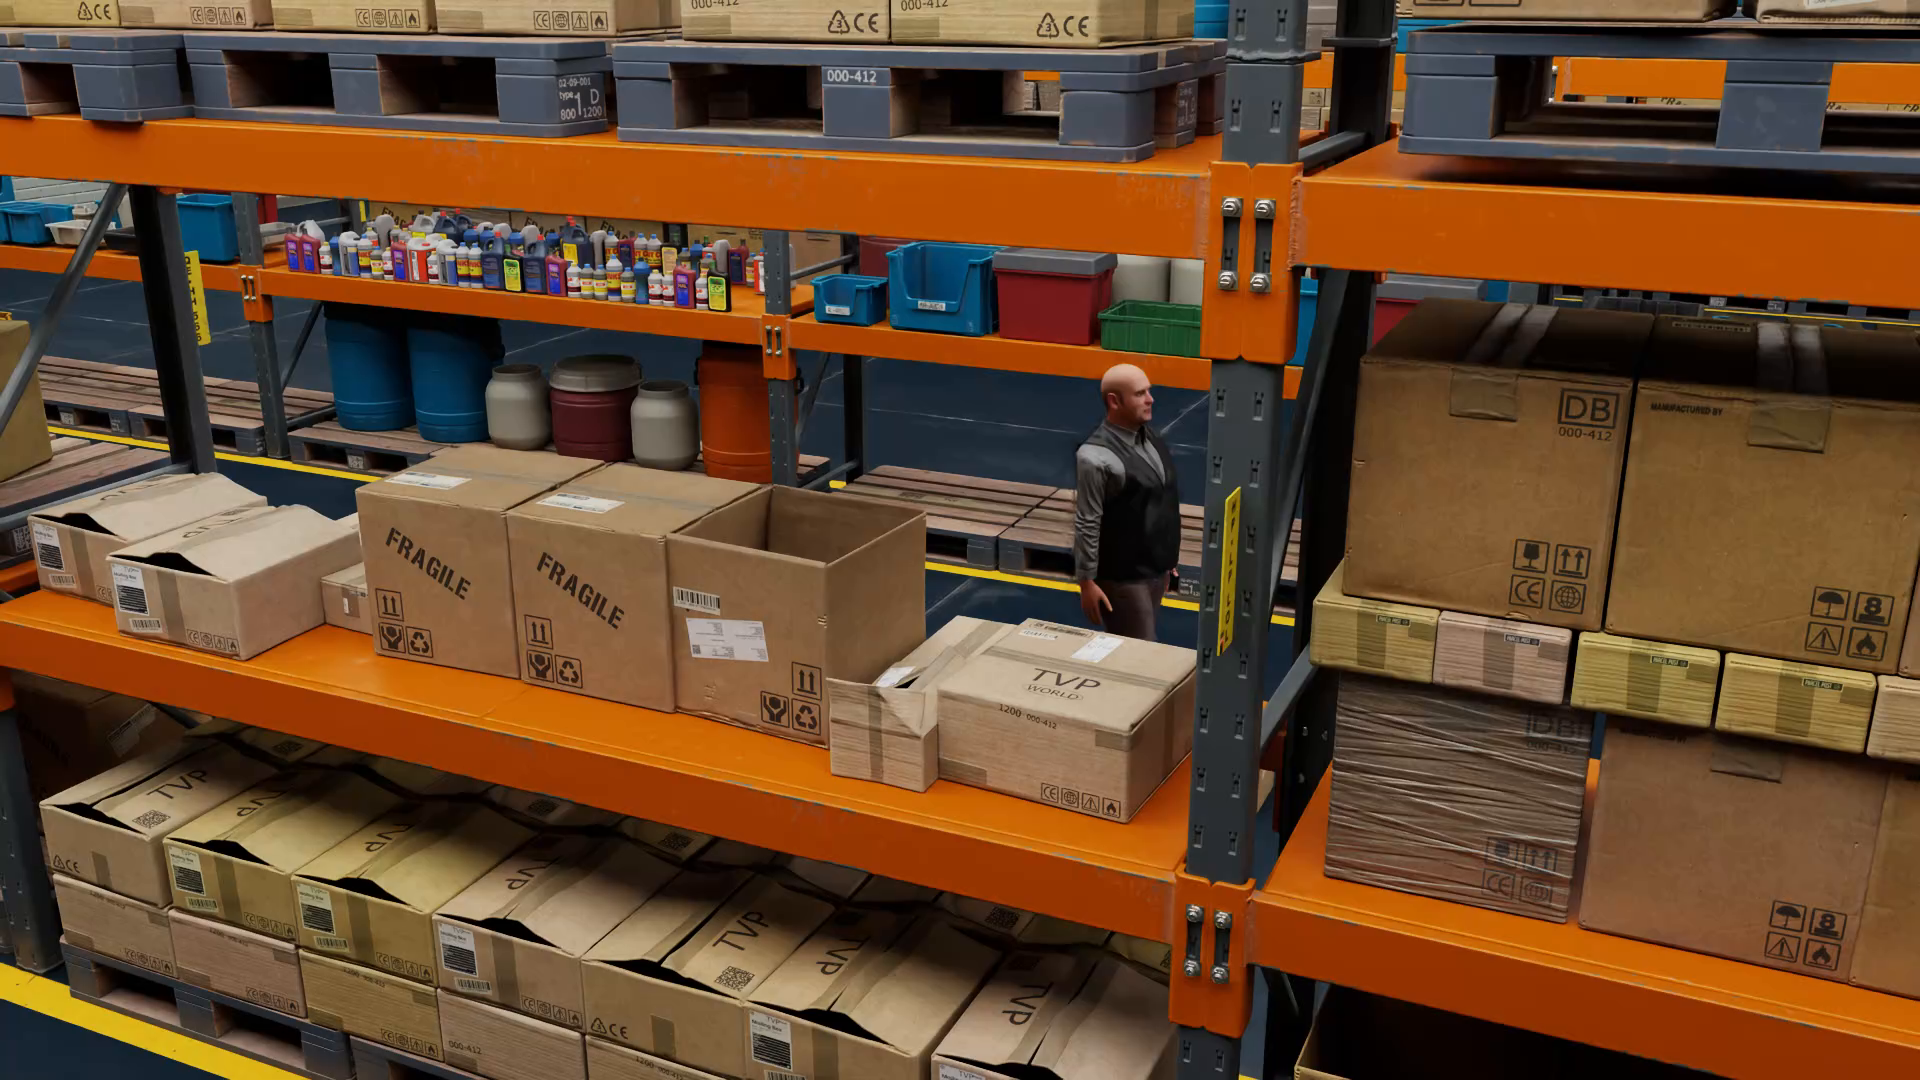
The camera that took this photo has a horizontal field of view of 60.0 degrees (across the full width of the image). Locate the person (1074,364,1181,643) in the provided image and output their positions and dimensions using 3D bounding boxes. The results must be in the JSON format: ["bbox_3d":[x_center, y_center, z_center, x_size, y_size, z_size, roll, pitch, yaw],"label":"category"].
[{"bbox_3d":[0.737,0.148,6.669,0.714,1.715,0.559,12,22,31],"label":"person"}]
